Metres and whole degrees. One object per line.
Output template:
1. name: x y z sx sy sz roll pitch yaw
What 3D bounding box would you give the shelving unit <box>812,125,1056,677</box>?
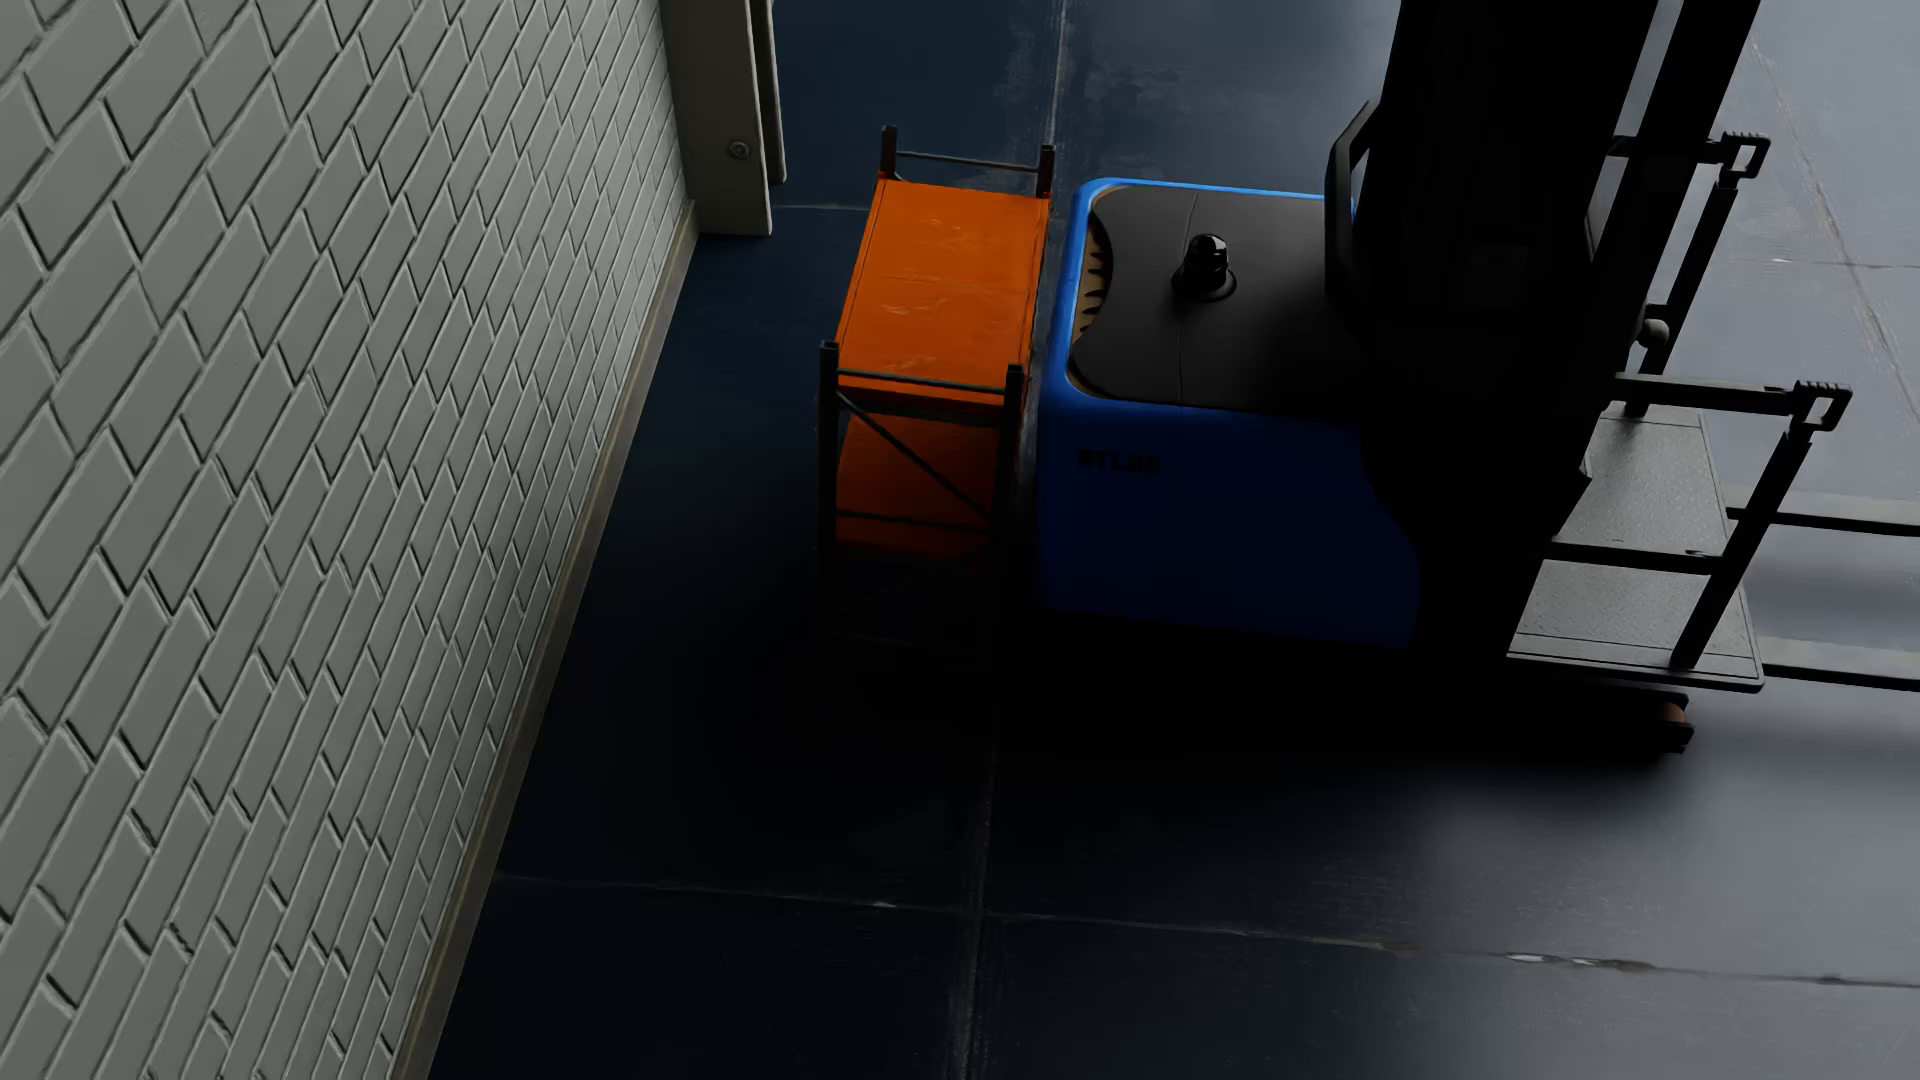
1. shelving unit: -0.071 -0.399 4.788 0.538 1.125 1.048 7 45 2

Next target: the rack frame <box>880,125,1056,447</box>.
1. rack frame: -0.013 -0.751 5.149 0.500 1.125 0.032 7 45 2

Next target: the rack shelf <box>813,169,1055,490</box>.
1. rack shelf: -0.051 -0.606 4.582 0.538 0.278 1.000 7 45 2

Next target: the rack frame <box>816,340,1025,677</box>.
1. rack frame: -0.129 -0.046 4.426 0.500 1.125 0.032 7 45 2

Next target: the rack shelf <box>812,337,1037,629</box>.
1. rack shelf: -0.087 -0.225 4.959 0.538 0.278 1.000 7 45 2

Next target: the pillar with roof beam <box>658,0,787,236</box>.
1. pillar with roof beam: 3.431 -4.056 2.861 9.100 9.000 0.400 4 48 4

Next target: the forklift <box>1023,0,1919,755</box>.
1. forklift: 1.745 -0.805 4.000 3.031 2.935 1.130 6 48 5
